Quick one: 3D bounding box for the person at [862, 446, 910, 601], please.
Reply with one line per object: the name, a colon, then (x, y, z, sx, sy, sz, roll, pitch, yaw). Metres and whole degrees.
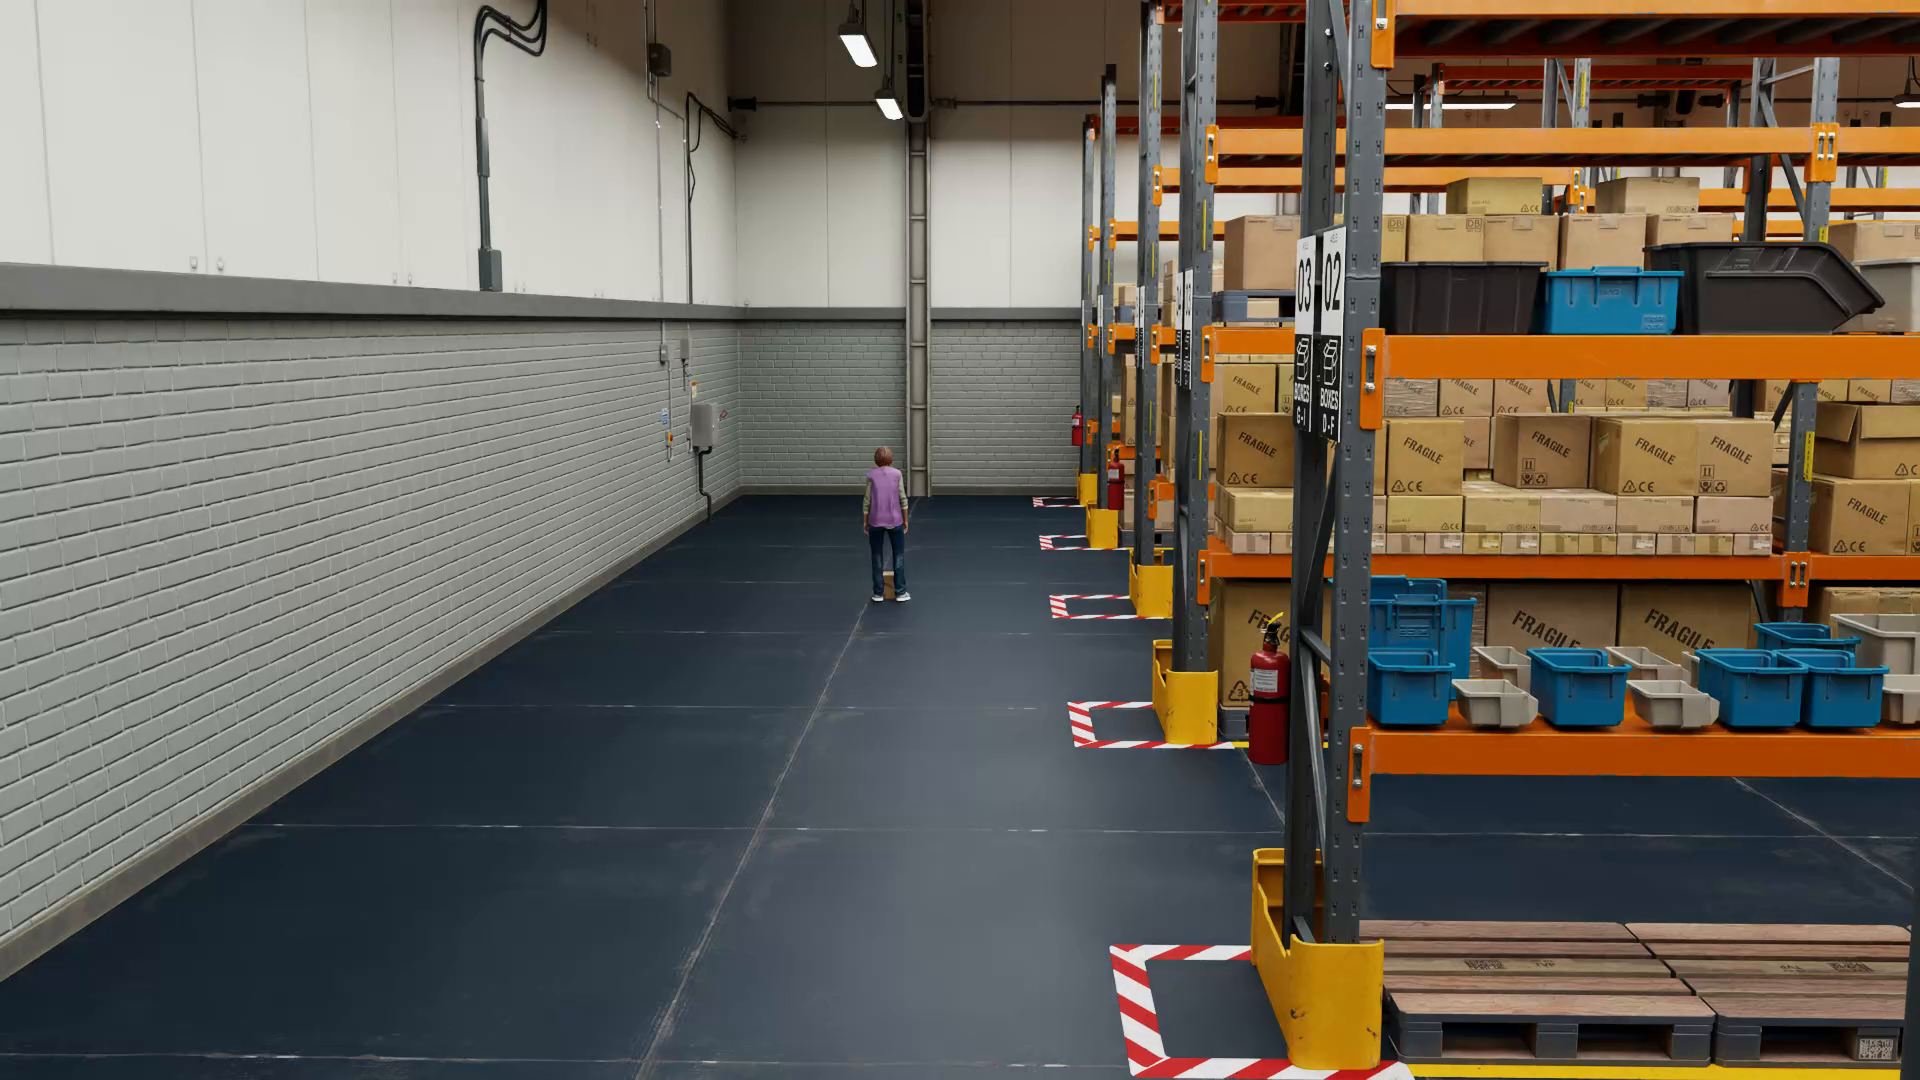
person: (-0.757, -0.156, 17.065, 0.485, 1.582, 0.345, 0, 7, -2)
